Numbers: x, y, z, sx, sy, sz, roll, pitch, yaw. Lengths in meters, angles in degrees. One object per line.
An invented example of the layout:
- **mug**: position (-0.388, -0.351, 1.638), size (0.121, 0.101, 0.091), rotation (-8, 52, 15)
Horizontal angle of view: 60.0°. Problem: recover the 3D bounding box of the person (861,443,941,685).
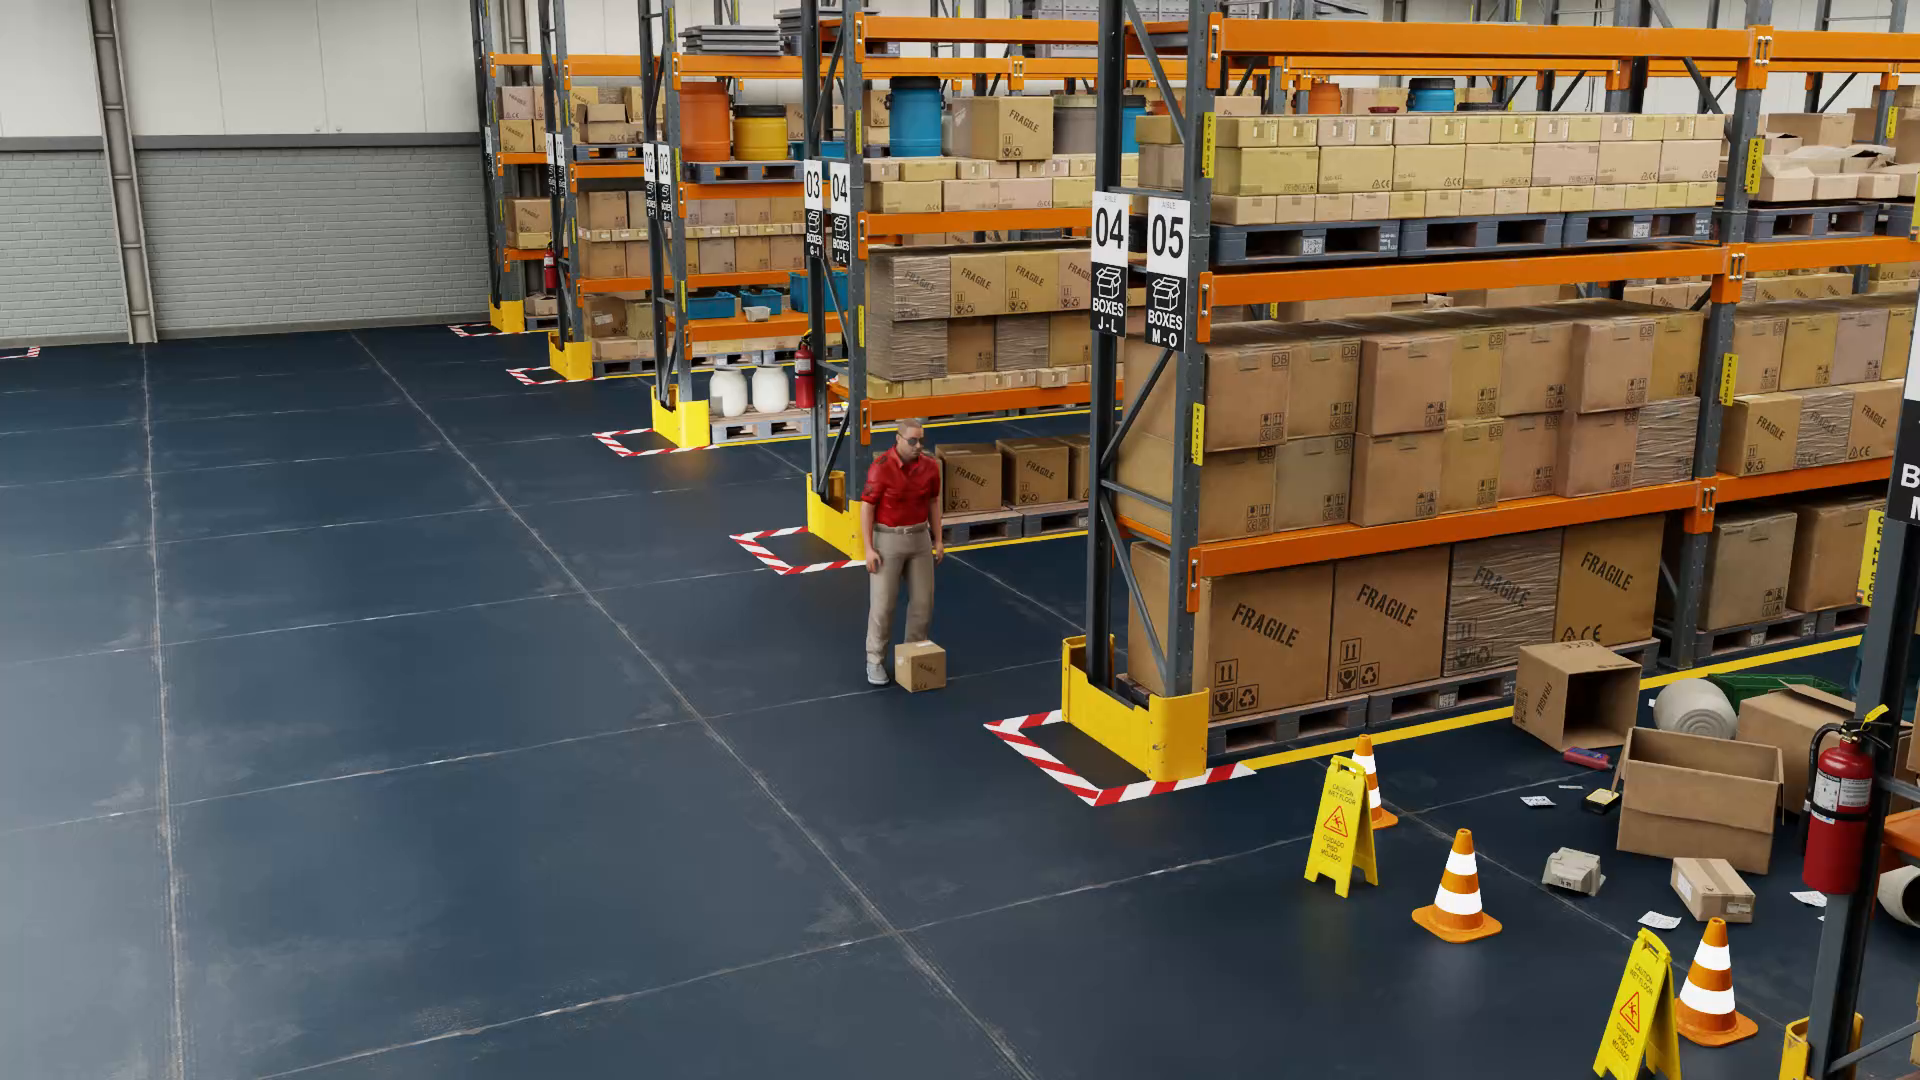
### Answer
- **person**: position (-0.379, 0.133, 10.888), size (0.588, 1.551, 0.394), rotation (-8, 17, -28)
